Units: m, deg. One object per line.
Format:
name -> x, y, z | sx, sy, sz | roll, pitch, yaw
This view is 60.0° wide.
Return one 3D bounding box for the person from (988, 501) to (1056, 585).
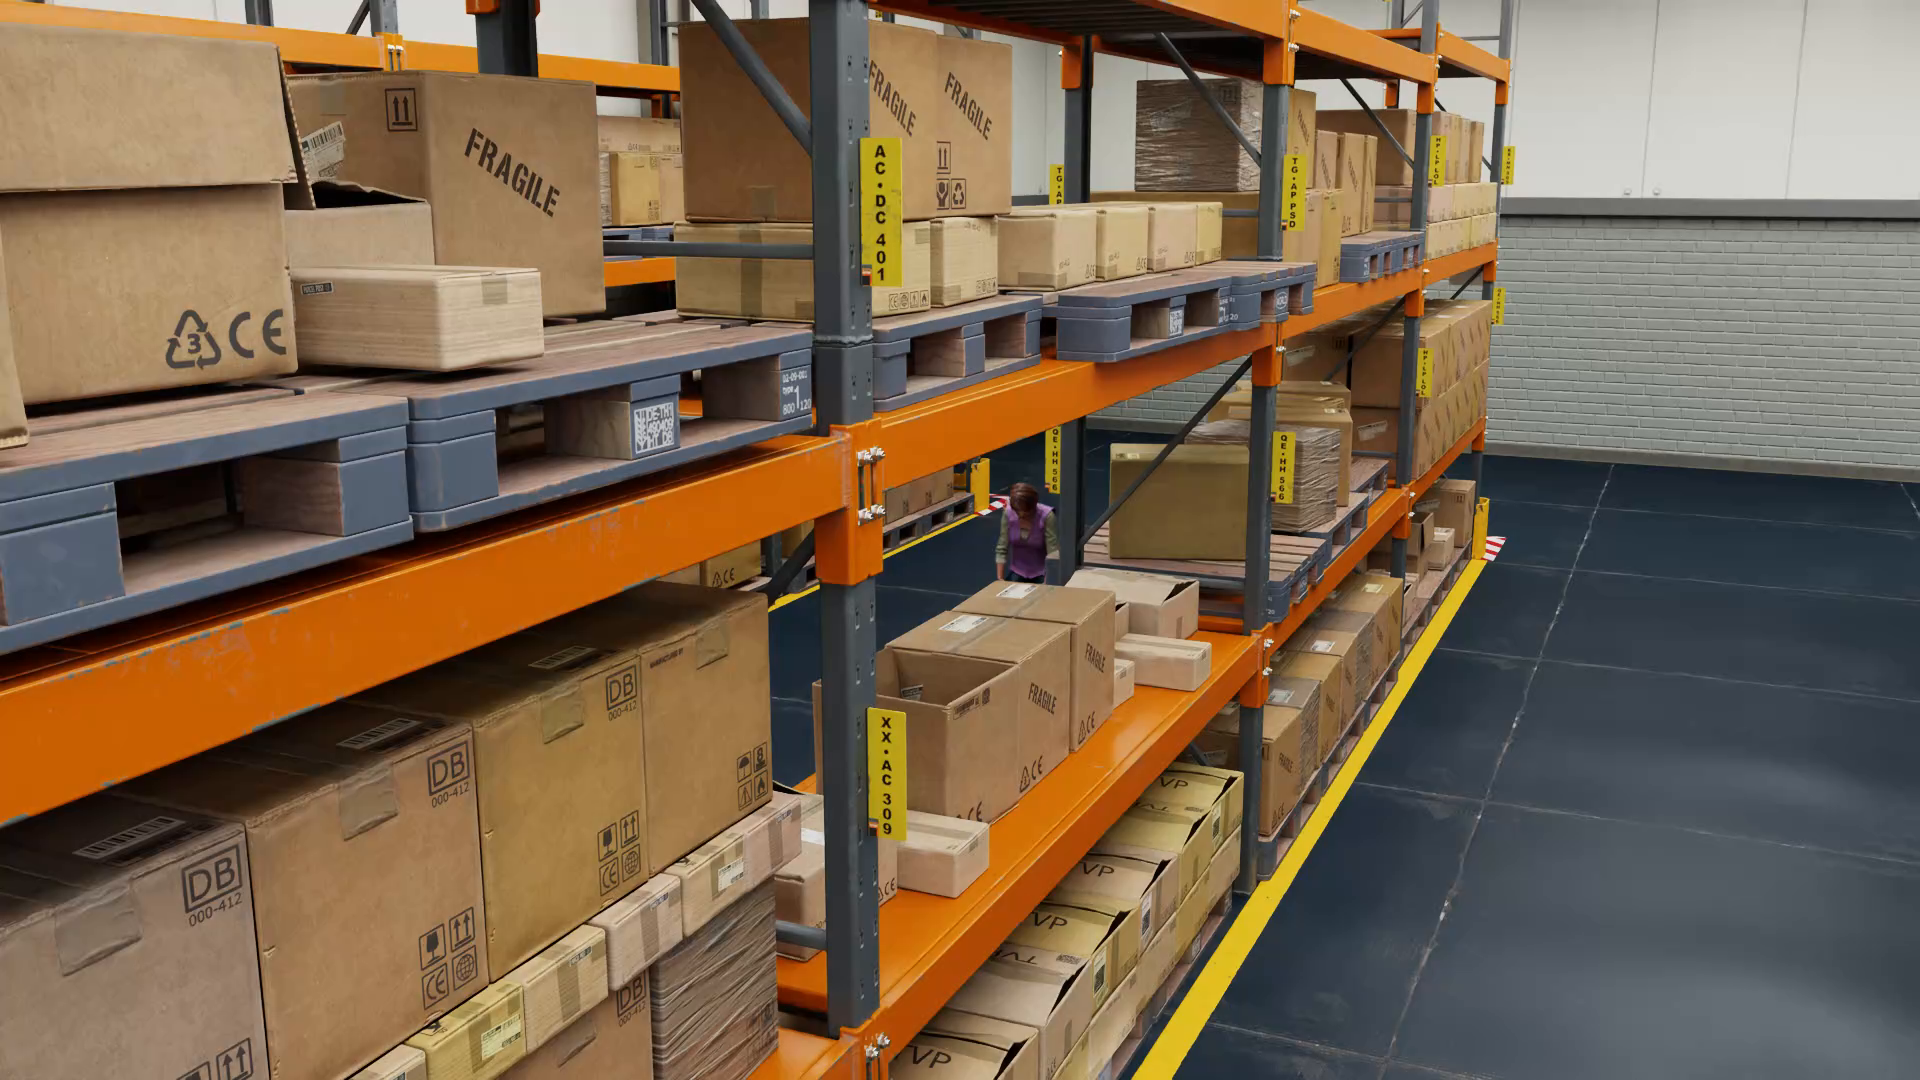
person -> 0.393, 0.345, 11.146 | 0.371, 1.294, 0.778 | 5, 13, 22
